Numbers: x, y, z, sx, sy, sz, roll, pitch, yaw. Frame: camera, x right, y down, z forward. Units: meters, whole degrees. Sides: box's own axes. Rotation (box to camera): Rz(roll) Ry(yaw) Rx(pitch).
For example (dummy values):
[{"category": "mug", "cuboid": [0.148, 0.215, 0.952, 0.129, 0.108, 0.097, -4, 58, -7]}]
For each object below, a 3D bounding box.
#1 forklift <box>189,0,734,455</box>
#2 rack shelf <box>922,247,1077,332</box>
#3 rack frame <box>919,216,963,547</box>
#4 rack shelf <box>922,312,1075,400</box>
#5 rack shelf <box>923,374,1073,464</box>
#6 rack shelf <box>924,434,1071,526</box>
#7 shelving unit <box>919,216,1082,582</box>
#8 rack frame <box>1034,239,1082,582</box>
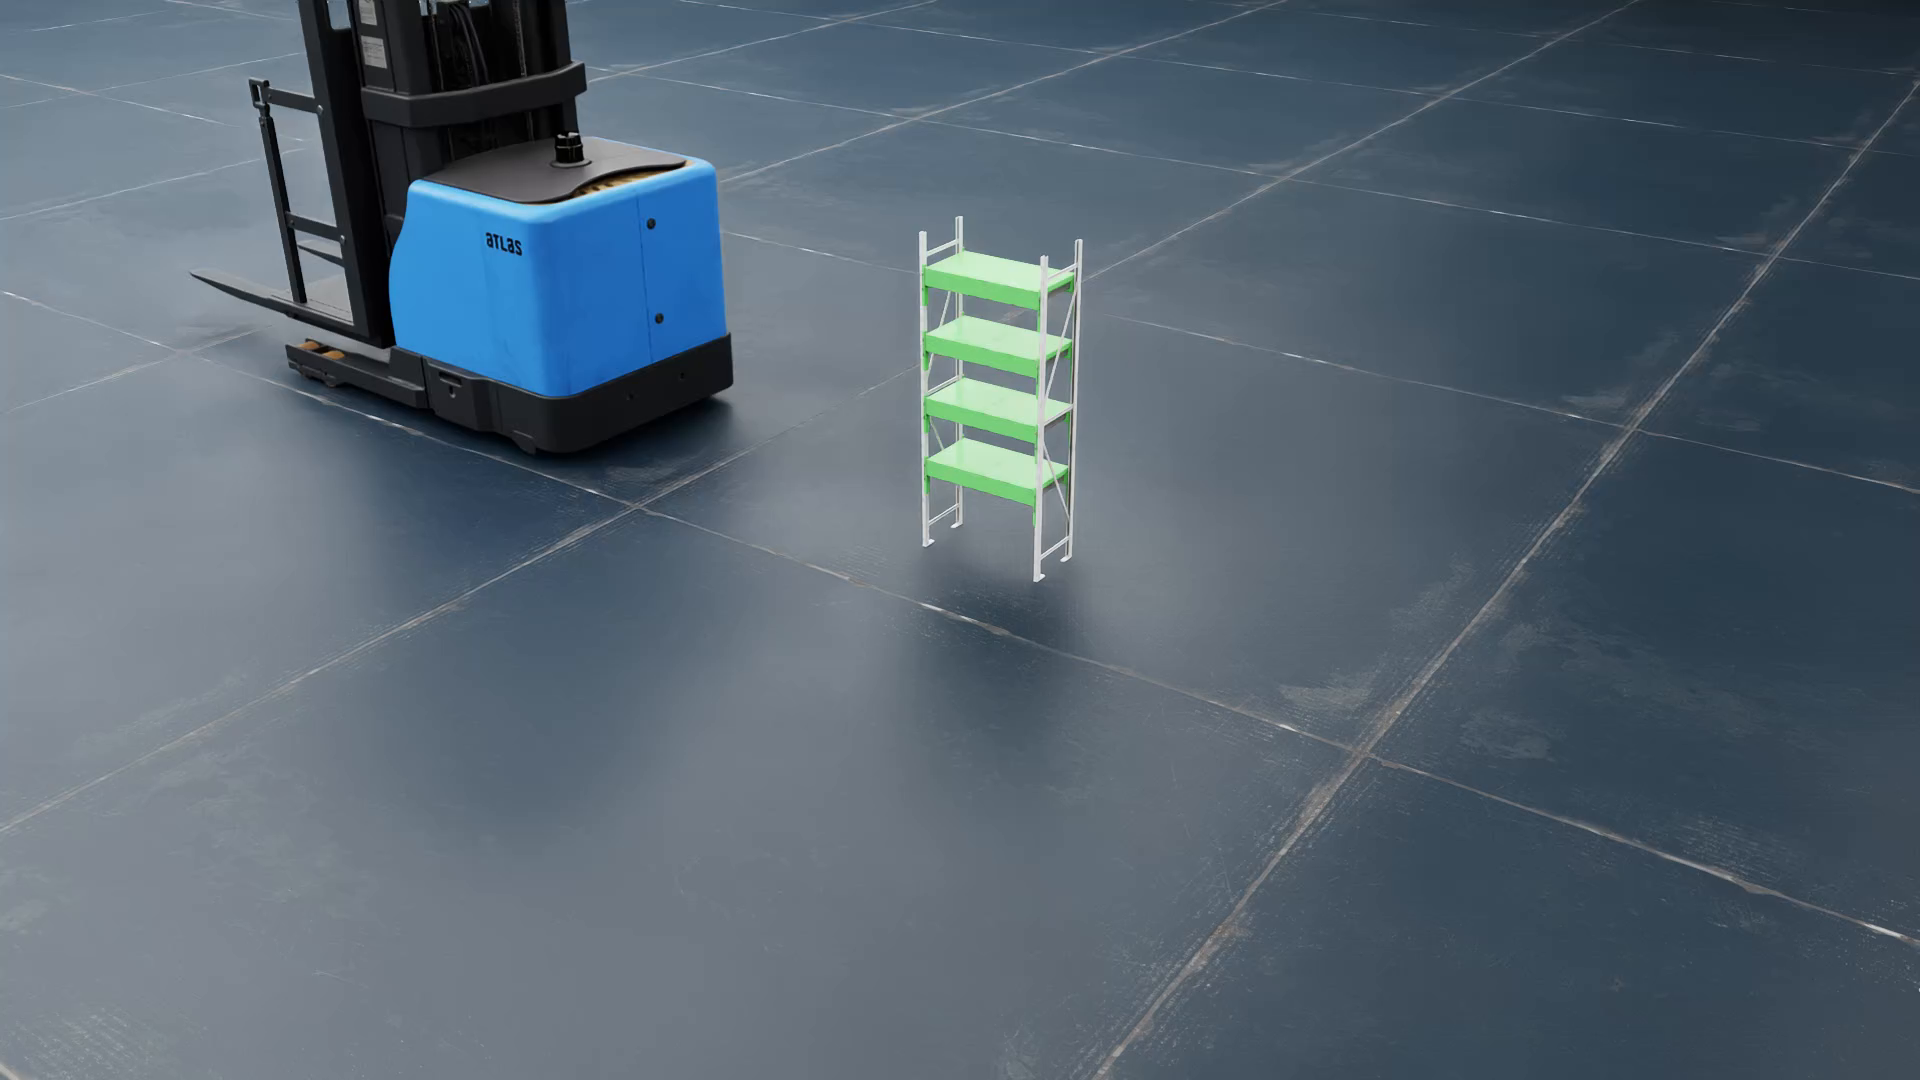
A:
[{"category": "forklift", "cuboid": [-2.501, -2.179, 7.300, 3.031, 2.935, 1.130, 19, 32, 32]}, {"category": "rack shelf", "cuboid": [0.136, -0.863, 5.706, 0.480, 0.148, 0.258, 17, 32, 30]}, {"category": "rack frame", "cuboid": [-0.065, -0.555, 6.017, 0.015, 1.200, 0.240, 17, 32, 30]}, {"category": "rack shelf", "cuboid": [0.136, -0.649, 5.814, 0.480, 0.148, 0.258, 17, 32, 30]}, {"category": "rack shelf", "cuboid": [0.136, -0.435, 5.923, 0.480, 0.148, 0.258, 17, 32, 30]}, {"category": "rack shelf", "cuboid": [0.136, -0.221, 6.032, 0.480, 0.148, 0.258, 17, 32, 30]}, {"category": "shelving unit", "cuboid": [0.136, -0.492, 5.894, 0.503, 1.200, 0.258, 17, 32, 30]}, {"category": "rack frame", "cuboid": [0.338, -0.430, 5.771, 0.015, 1.200, 0.240, 17, 32, 30]}]
